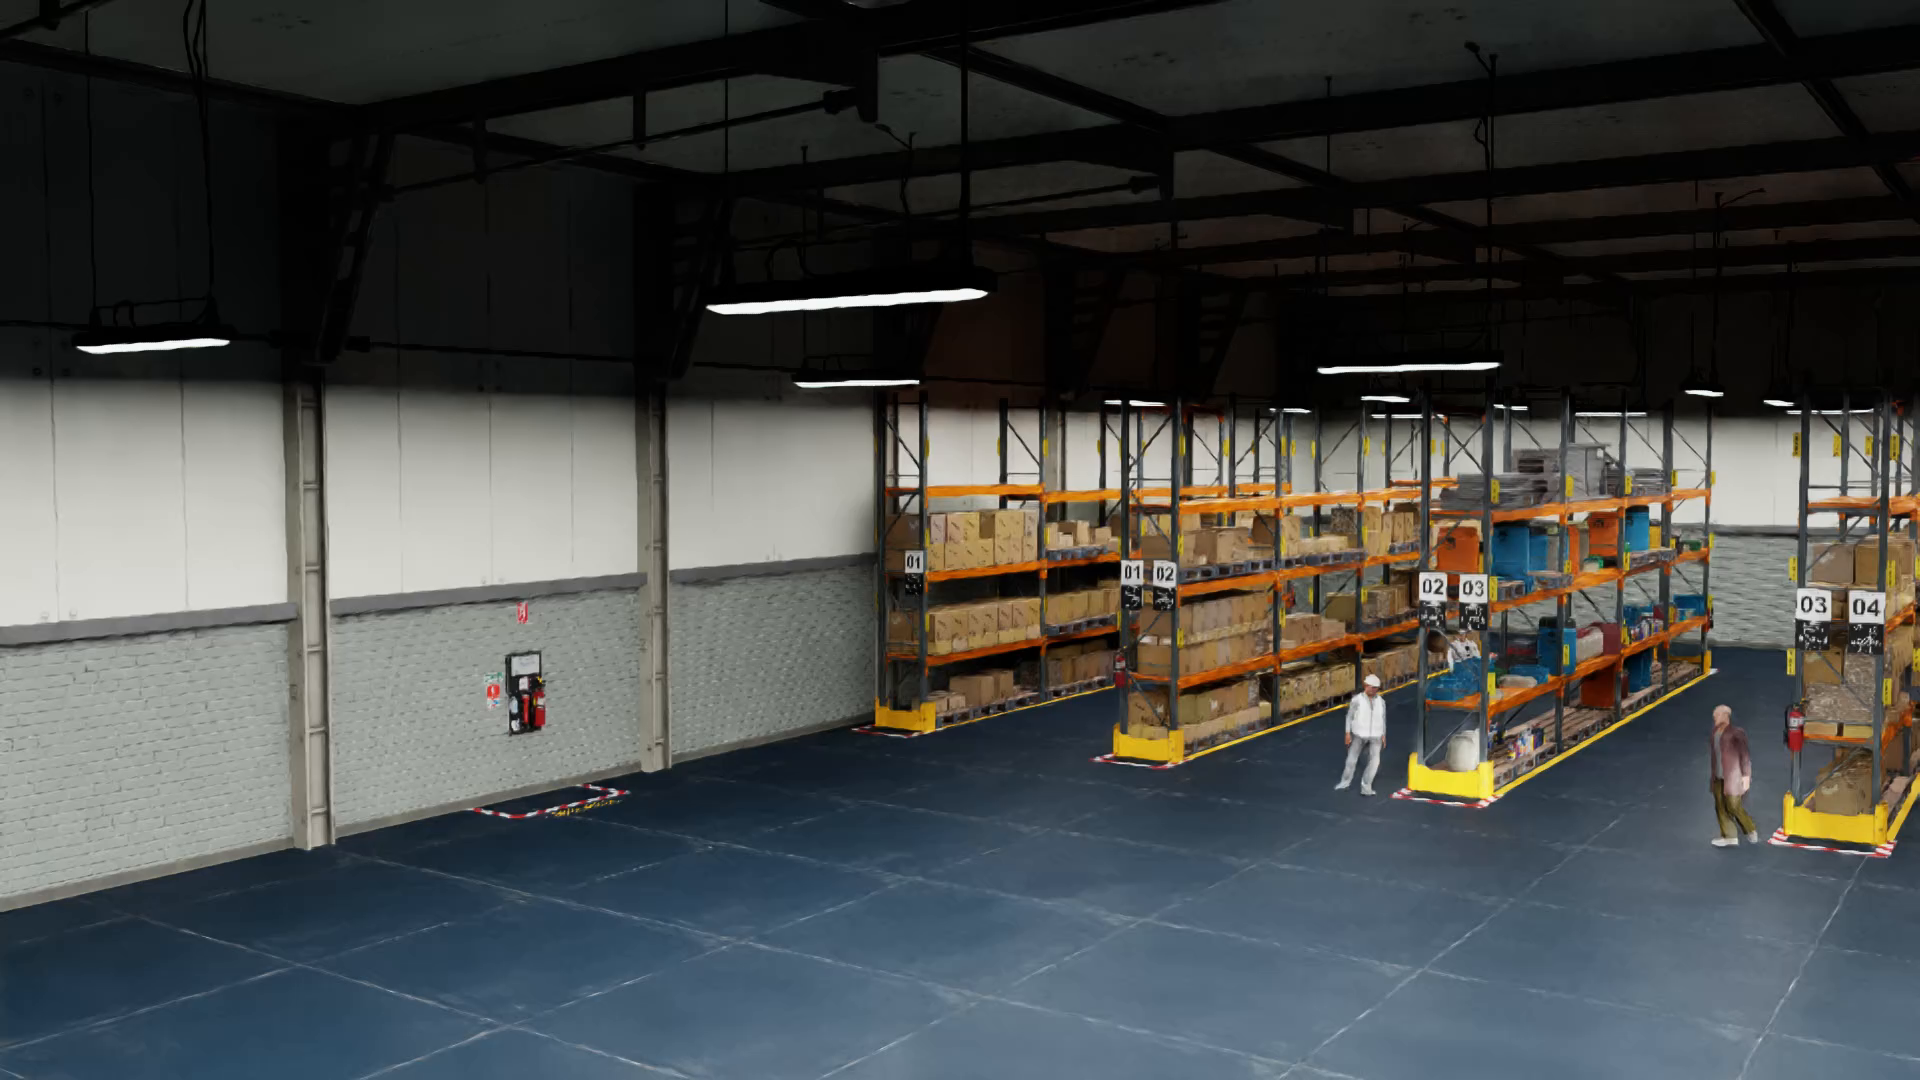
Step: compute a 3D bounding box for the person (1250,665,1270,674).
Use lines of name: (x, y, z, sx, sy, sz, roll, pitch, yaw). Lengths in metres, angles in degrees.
person: (6.238, 2.235, 34.573, 0.719, 1.714, 0.578, 2, 4, 33)

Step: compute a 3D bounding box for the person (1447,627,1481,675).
person: (9.571, 2.440, 31.612, 0.639, 1.632, 0.506, 2, 4, 33)

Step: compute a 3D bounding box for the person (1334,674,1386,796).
person: (5.795, 2.804, 24.048, 0.708, 1.738, 0.515, 0, 3, -2)

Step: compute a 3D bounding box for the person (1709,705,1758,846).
person: (9.737, 2.957, 20.921, 0.571, 1.772, 0.626, -1, 3, -20)
